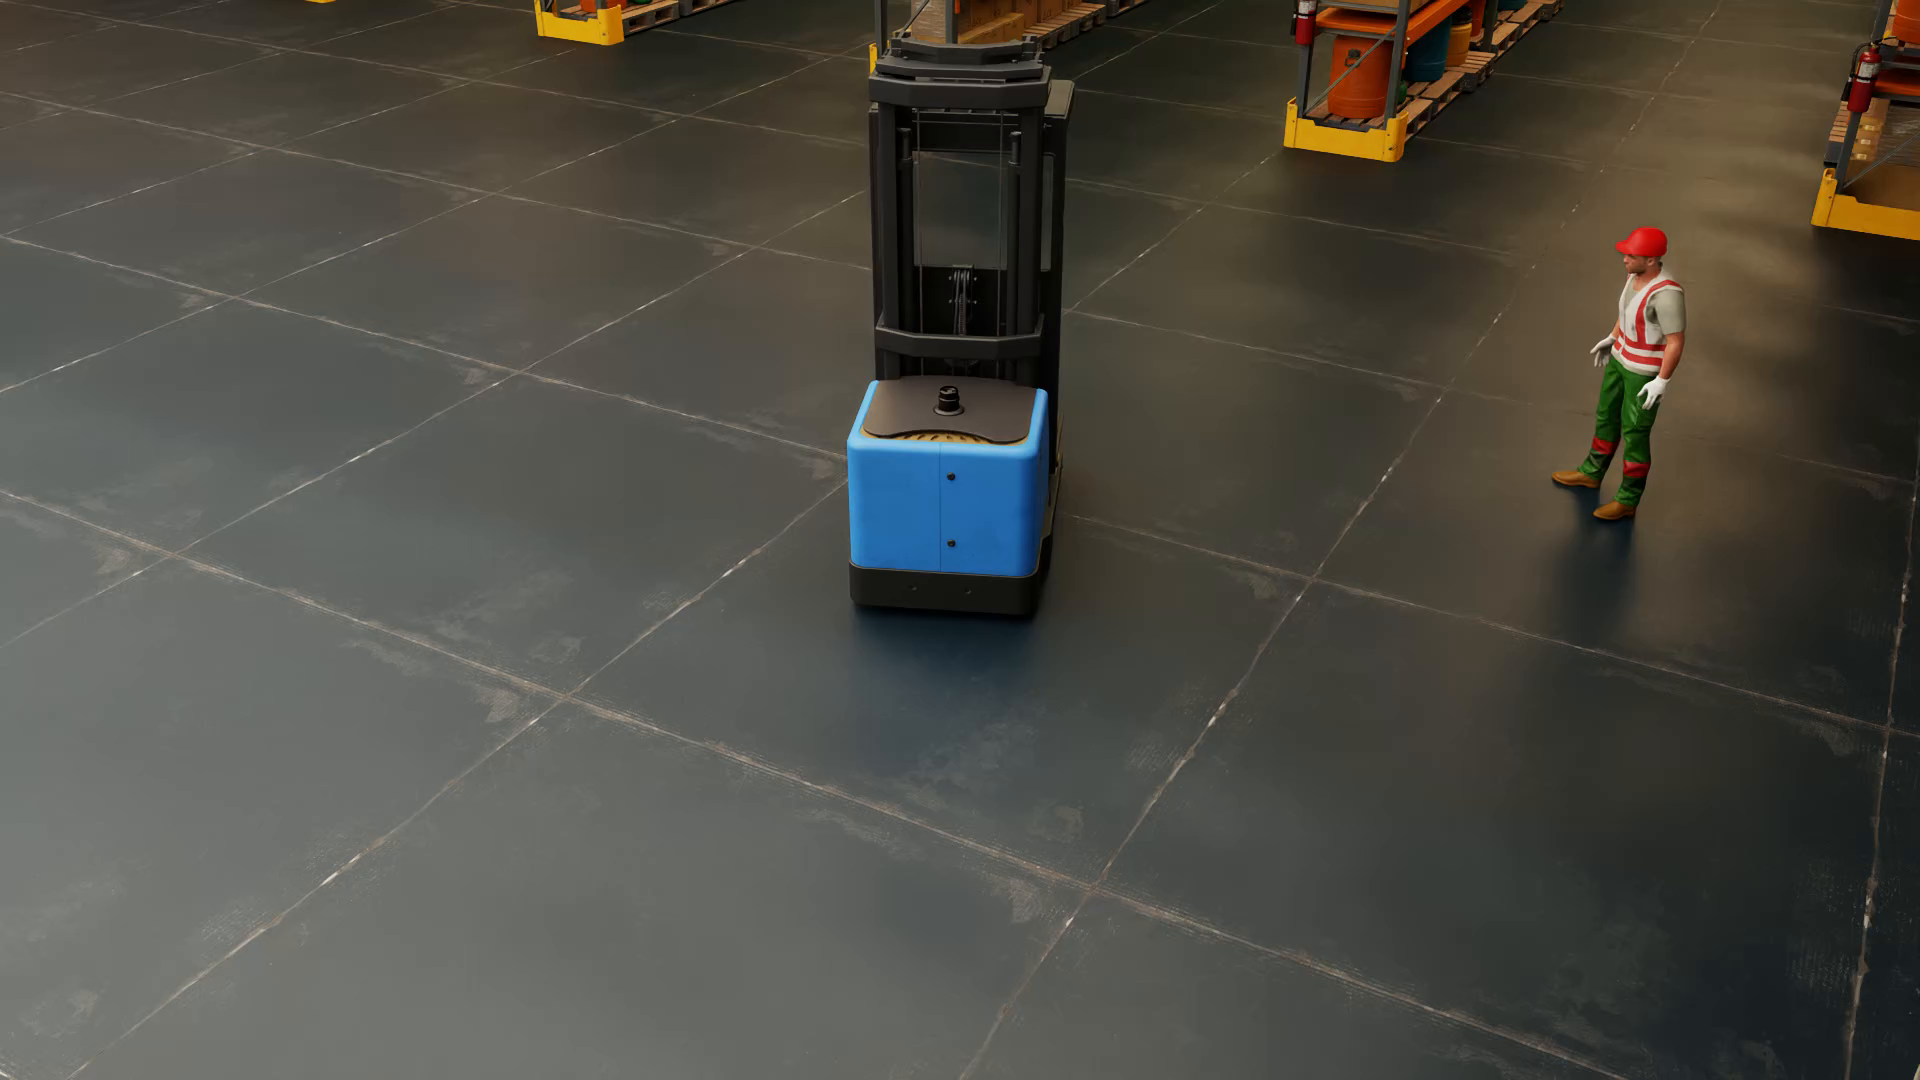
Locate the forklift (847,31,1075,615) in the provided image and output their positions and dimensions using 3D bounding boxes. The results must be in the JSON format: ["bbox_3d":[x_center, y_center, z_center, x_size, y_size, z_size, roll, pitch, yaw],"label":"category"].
[{"bbox_3d":[0.072,-1.572,9.794,1.130,2.935,3.031,3,30,6],"label":"forklift"}]

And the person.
[{"bbox_3d":[4.036,-1.044,10.033,0.466,1.782,0.662,-2,30,-4],"label":"person"}]
